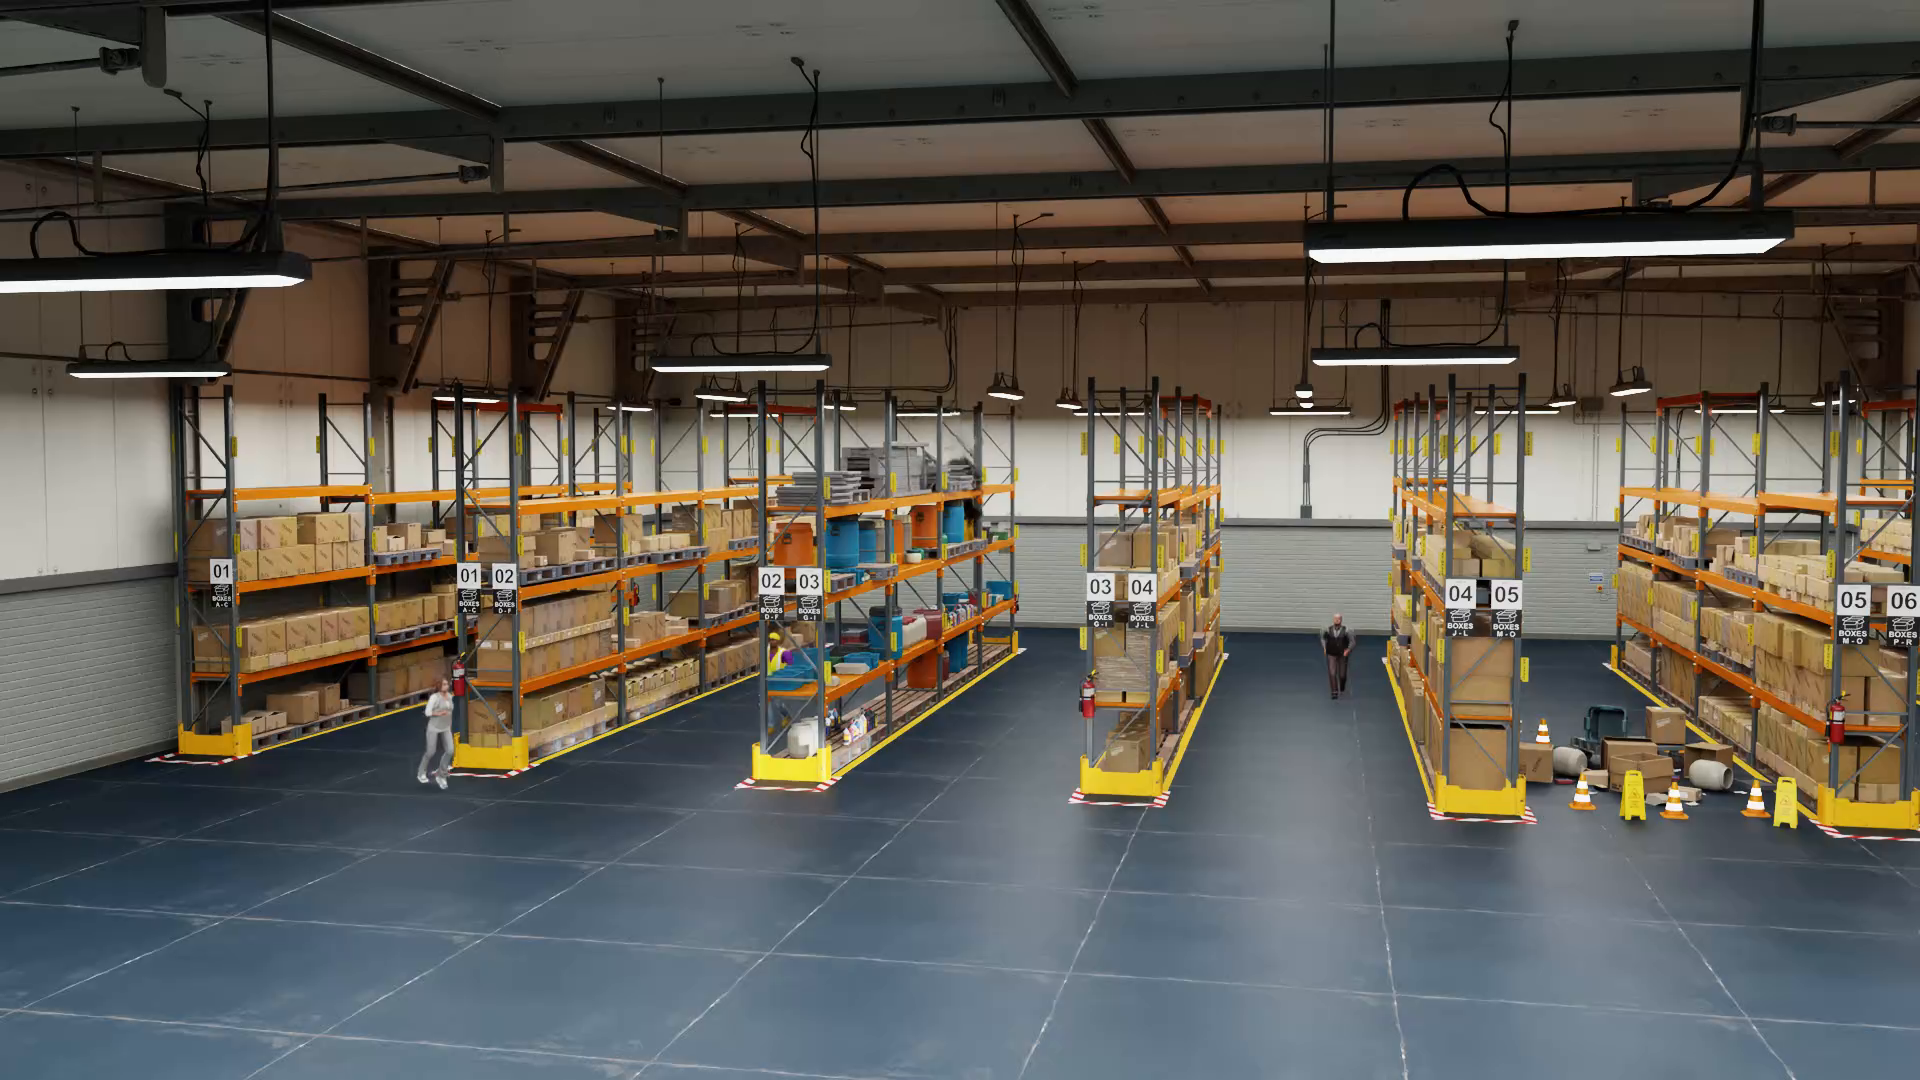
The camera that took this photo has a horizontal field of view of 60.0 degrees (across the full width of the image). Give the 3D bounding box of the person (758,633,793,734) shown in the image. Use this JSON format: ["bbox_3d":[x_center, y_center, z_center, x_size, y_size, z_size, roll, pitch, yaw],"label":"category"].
[{"bbox_3d":[-3.249,2.495,29.178,0.714,1.757,0.785,1,3,16],"label":"person"}]

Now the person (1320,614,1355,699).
[{"bbox_3d":[7.508,2.305,33.097,0.695,1.686,0.771,1,3,17],"label":"person"}]

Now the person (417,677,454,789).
[{"bbox_3d":[-7.669,2.842,24.519,0.691,1.640,0.537,3,4,38],"label":"person"}]

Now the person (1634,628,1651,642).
[{"bbox_3d":[15.962,1.995,38.668,0.785,1.681,0.742,3,4,43],"label":"person"}]
